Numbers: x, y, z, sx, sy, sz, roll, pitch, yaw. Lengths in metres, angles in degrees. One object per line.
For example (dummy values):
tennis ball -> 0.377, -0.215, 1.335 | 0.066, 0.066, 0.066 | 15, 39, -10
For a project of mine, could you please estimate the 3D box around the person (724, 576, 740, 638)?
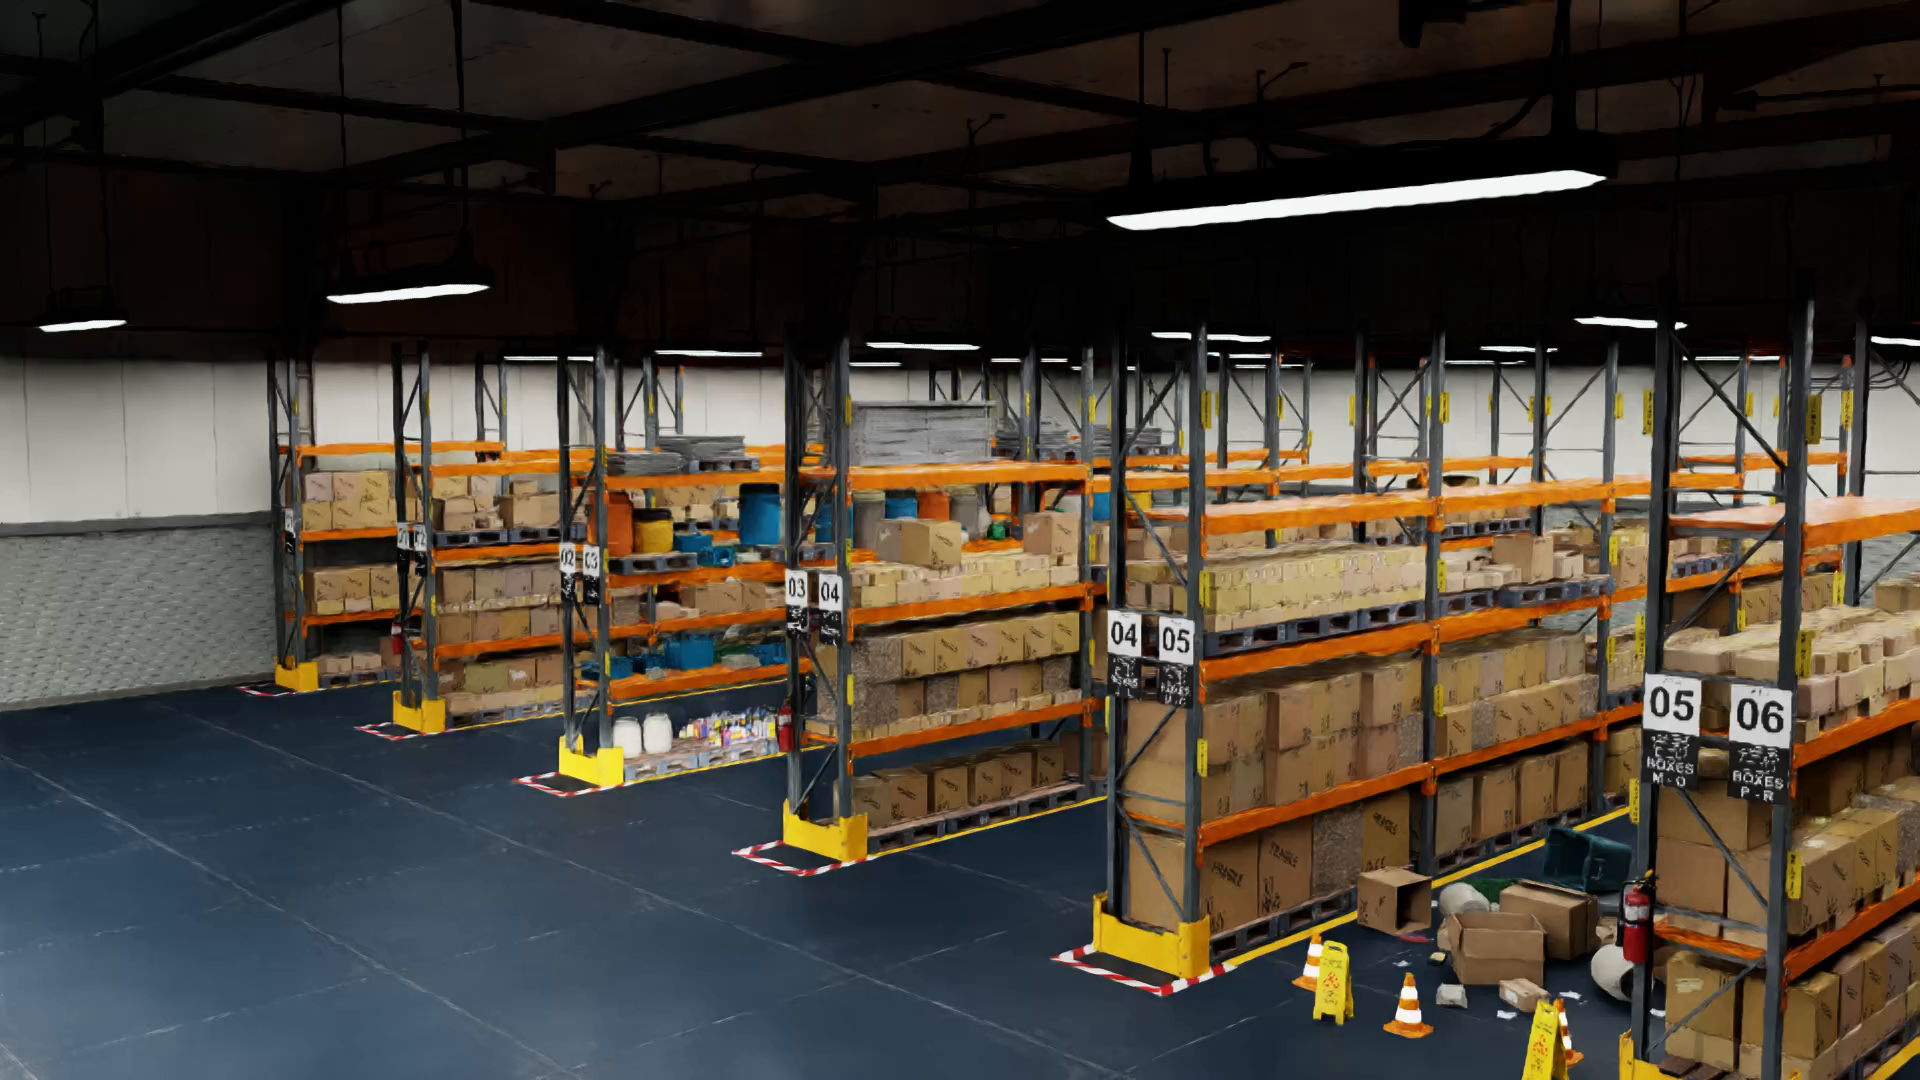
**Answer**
person -> -4.605, 1.353, 33.728 | 0.444, 1.786, 0.598 | 2, 5, 21

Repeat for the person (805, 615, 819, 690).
person -> -2.583, 1.847, 29.348 | 0.412, 1.533, 0.955 | 4, 6, 38
